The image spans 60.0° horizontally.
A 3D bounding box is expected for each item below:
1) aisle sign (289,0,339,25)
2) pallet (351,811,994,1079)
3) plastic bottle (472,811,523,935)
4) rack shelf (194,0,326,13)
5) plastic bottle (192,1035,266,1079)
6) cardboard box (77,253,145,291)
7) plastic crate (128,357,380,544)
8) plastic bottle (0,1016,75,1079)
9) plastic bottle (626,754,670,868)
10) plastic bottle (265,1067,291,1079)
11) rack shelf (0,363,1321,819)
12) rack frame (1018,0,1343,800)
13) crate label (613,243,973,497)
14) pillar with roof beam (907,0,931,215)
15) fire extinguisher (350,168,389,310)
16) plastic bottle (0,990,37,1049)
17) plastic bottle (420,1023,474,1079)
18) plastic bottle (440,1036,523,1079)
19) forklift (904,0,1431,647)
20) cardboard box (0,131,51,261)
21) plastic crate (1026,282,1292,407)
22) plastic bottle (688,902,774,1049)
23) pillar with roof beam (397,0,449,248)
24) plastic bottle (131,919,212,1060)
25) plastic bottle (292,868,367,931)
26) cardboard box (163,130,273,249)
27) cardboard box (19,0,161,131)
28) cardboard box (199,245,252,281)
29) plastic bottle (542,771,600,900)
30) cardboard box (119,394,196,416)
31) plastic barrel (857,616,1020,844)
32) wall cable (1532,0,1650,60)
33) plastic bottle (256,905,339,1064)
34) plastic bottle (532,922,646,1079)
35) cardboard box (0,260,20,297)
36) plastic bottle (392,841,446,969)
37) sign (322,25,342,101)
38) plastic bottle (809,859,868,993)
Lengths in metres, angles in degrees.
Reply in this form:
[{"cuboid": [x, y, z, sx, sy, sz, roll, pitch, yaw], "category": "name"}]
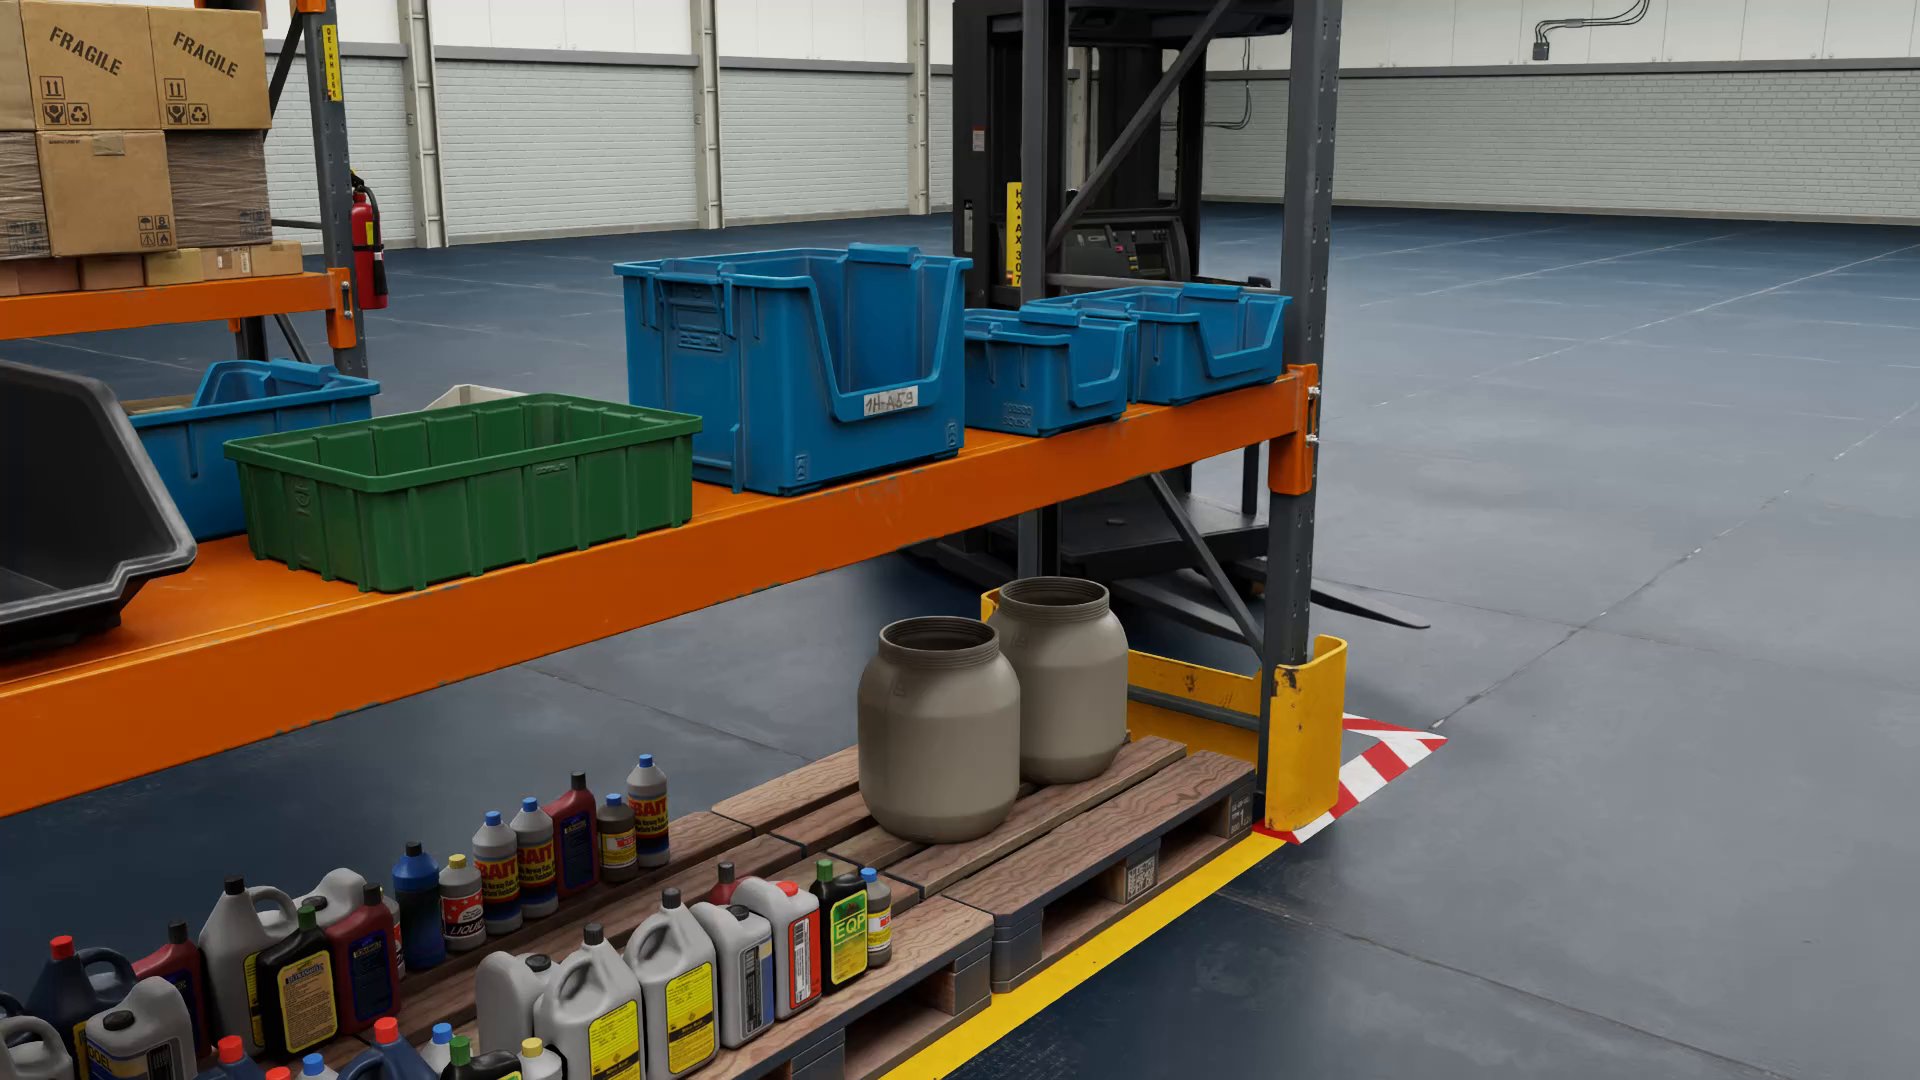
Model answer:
[{"cuboid": [-2.965, -2.741, 7.541, 0.394, 0.787, 0.004, 11, 18, 38], "category": "aisle sign"}, {"cuboid": [-0.678, 1.011, 3.713, 1.003, 0.211, 1.213, 11, 18, 38], "category": "pallet"}, {"cuboid": [-1.045, 0.744, 3.751, 0.097, 0.271, 0.097, 0, 14, 0], "category": "plastic bottle"}, {"cuboid": [-4.494, -2.238, 6.209, 1.077, 0.370, 4.000, 11, 18, 38], "category": "rack shelf"}, {"cuboid": [-1.181, 0.975, 2.680, 0.144, 0.351, 0.185, 11, 18, 38], "category": "plastic bottle"}, {"cuboid": [-3.699, -1.158, 7.101, 0.380, 0.149, 0.250, 11, 18, 38], "category": "cardboard box"}, {"cuboid": [-1.414, -0.165, 2.983, 0.499, 0.251, 0.616, 11, 18, 38], "category": "plastic crate"}, {"cuboid": [-1.606, 0.942, 2.810, 0.144, 0.351, 0.185, 11, 18, 38], "category": "plastic bottle"}, {"cuboid": [-0.766, 0.659, 4.085, 0.097, 0.271, 0.097, 0, 14, 0], "category": "plastic bottle"}, {"cuboid": [-1.068, 0.997, 2.592, 0.144, 0.351, 0.185, 12, 18, 39], "category": "plastic bottle"}, {"cuboid": [-0.642, -0.018, 3.561, 1.077, 0.370, 4.000, 11, 18, 38], "category": "rack shelf"}, {"cuboid": [0.615, -0.749, 4.980, 1.000, 3.000, 0.127, 11, 18, 38], "category": "rack frame"}, {"cuboid": [-0.331, -0.372, 3.424, 0.502, 0.435, 0.616, 11, 18, 38], "category": "crate label"}, {"cuboid": [2.486, -10.660, 31.811, 9.100, 9.000, 0.400, 11, 18, 38], "category": "pillar with roof beam"}, {"cuboid": [-2.807, -1.429, 7.812, 0.296, 0.674, 0.183, 11, 18, 38], "category": "fire extinguisher"}, {"cuboid": [-1.718, 0.919, 2.898, 0.144, 0.351, 0.185, 11, 18, 36], "category": "plastic bottle"}, {"cuboid": [-0.887, 0.965, 2.878, 0.097, 0.271, 0.097, 0, 14, 0], "category": "plastic bottle"}, {"cuboid": [-0.814, 0.968, 2.842, 0.061, 0.283, 0.133, 12, 19, 40], "category": "plastic bottle"}, {"cuboid": [0.672, -1.181, 6.818, 1.130, 2.935, 3.031, -8, 16, -28], "category": "forklift"}, {"cuboid": [-4.173, -1.404, 6.750, 0.875, 0.500, 0.500, 11, 18, 38], "category": "cardboard box"}, {"cuboid": [0.534, -0.535, 4.439, 0.499, 0.251, 0.616, 11, 18, 38], "category": "plastic crate"}, {"cuboid": [-0.465, 0.848, 3.332, 0.152, 0.276, 0.135, 11, 18, 36], "category": "plastic bottle"}, {"cuboid": [-5.056, -8.362, 22.764, 9.100, 9.000, 0.400, 11, 18, 38], "category": "pillar with roof beam"}, {"cuboid": [-1.527, 0.878, 3.199, 0.061, 0.283, 0.133, 13, 19, 41], "category": "plastic bottle"}, {"cuboid": [-1.289, 0.827, 3.415, 0.152, 0.276, 0.135, 12, 18, 39], "category": "plastic bottle"}, {"cuboid": [-3.604, -1.607, 7.550, 0.875, 0.500, 0.500, 11, 18, 38], "category": "cardboard box"}, {"cuboid": [-3.700, -1.953, 6.880, 0.500, 0.500, 0.500, 11, 18, 38], "category": "cardboard box"}, {"cuboid": [-3.413, -1.260, 7.500, 0.380, 0.149, 0.250, 11, 18, 38], "category": "cardboard box"}, {"cuboid": [-0.923, 0.694, 3.924, 0.061, 0.283, 0.133, 12, 18, 38], "category": "plastic bottle"}, {"cuboid": [-3.642, -0.391, 7.793, 0.500, 0.500, 0.500, -12, 18, -39], "category": "cardboard box"}, {"cuboid": [-0.054, 0.487, 4.314, 0.421, 0.512, 0.421, 0, 14, 0], "category": "plastic barrel"}, {"cuboid": [13.163, -13.011, 34.158, 2.305, 6.003, 0.169, 11, 18, 38], "category": "wall cable"}, {"cuboid": [-1.299, 0.864, 3.251, 0.061, 0.283, 0.133, 11, 18, 38], "category": "plastic bottle"}, {"cuboid": [-0.683, 0.879, 3.055, 0.144, 0.351, 0.185, 11, 18, 37], "category": "plastic bottle"}, {"cuboid": [-4.028, -1.066, 6.735, 0.380, 0.149, 0.250, 11, 18, 38], "category": "cardboard box"}, {"cuboid": [-1.172, 0.782, 3.598, 0.097, 0.271, 0.097, 0, 14, 0], "category": "plastic bottle"}, {"cuboid": [-2.818, -2.140, 7.463, 0.100, 0.325, 0.005, 11, 18, 38], "category": "sign"}, {"cuboid": [-0.257, 0.799, 3.510, 0.061, 0.283, 0.133, 12, 18, 39], "category": "plastic bottle"}]
